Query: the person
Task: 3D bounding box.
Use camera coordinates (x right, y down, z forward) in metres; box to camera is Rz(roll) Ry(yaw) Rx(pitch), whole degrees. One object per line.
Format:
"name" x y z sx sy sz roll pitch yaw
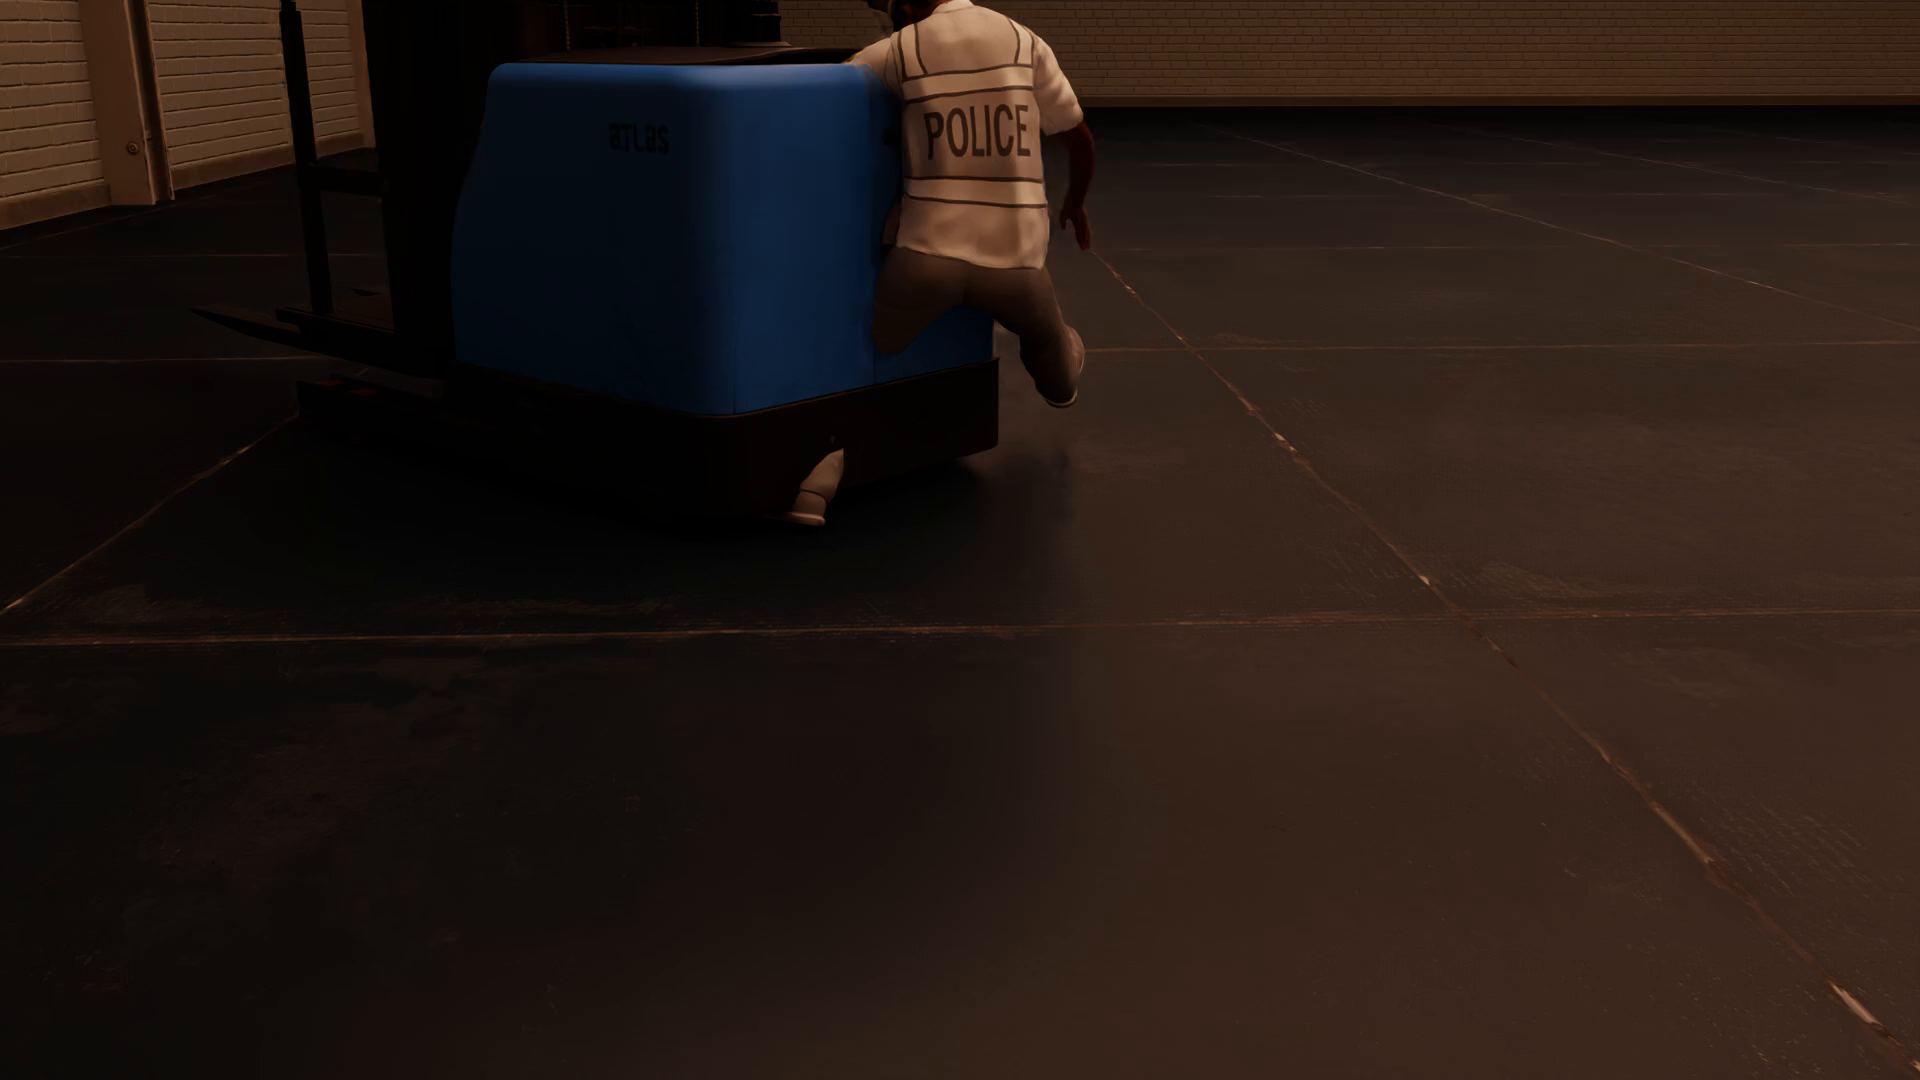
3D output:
"person" -0.064 -0.822 4.320 0.970 1.385 1.103 -2 17 -5

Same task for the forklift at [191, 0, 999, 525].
"forklift" -1.333 -1.778 4.720 3.031 2.935 1.130 15 22 39
